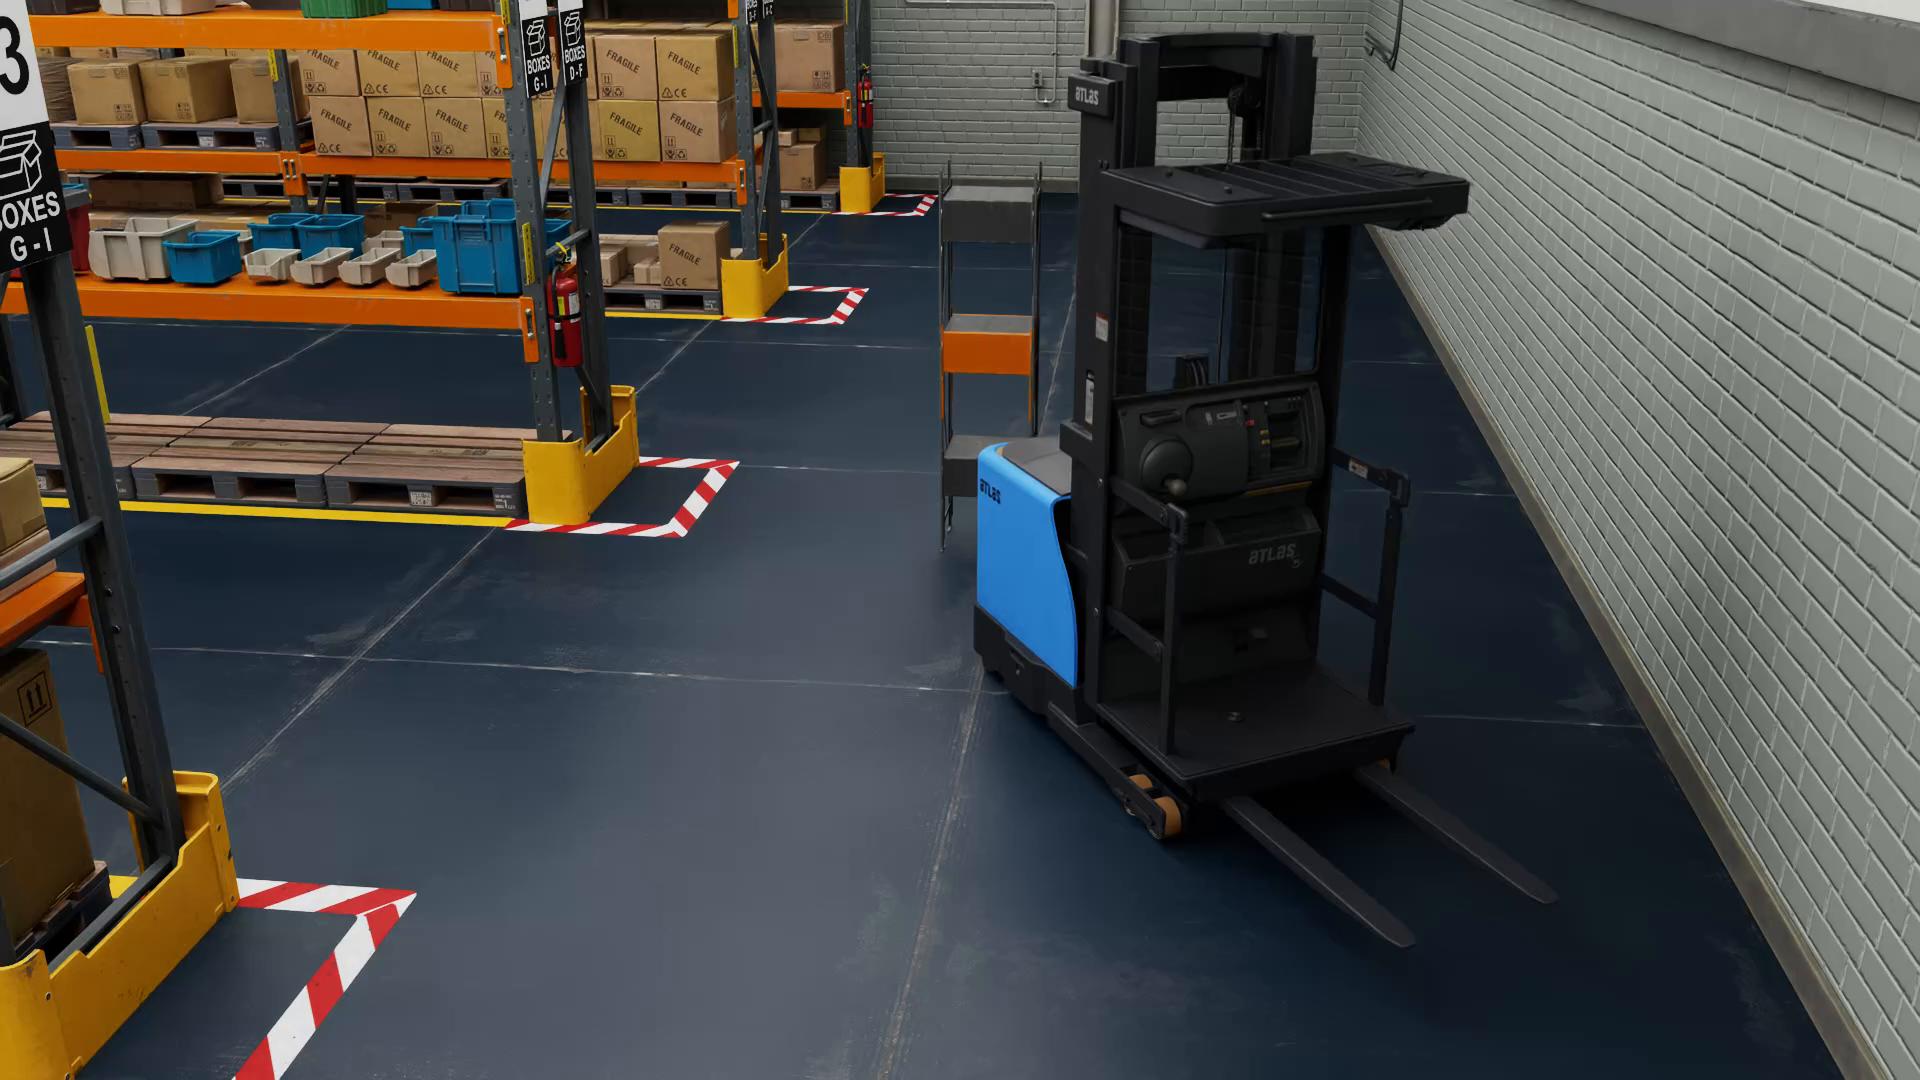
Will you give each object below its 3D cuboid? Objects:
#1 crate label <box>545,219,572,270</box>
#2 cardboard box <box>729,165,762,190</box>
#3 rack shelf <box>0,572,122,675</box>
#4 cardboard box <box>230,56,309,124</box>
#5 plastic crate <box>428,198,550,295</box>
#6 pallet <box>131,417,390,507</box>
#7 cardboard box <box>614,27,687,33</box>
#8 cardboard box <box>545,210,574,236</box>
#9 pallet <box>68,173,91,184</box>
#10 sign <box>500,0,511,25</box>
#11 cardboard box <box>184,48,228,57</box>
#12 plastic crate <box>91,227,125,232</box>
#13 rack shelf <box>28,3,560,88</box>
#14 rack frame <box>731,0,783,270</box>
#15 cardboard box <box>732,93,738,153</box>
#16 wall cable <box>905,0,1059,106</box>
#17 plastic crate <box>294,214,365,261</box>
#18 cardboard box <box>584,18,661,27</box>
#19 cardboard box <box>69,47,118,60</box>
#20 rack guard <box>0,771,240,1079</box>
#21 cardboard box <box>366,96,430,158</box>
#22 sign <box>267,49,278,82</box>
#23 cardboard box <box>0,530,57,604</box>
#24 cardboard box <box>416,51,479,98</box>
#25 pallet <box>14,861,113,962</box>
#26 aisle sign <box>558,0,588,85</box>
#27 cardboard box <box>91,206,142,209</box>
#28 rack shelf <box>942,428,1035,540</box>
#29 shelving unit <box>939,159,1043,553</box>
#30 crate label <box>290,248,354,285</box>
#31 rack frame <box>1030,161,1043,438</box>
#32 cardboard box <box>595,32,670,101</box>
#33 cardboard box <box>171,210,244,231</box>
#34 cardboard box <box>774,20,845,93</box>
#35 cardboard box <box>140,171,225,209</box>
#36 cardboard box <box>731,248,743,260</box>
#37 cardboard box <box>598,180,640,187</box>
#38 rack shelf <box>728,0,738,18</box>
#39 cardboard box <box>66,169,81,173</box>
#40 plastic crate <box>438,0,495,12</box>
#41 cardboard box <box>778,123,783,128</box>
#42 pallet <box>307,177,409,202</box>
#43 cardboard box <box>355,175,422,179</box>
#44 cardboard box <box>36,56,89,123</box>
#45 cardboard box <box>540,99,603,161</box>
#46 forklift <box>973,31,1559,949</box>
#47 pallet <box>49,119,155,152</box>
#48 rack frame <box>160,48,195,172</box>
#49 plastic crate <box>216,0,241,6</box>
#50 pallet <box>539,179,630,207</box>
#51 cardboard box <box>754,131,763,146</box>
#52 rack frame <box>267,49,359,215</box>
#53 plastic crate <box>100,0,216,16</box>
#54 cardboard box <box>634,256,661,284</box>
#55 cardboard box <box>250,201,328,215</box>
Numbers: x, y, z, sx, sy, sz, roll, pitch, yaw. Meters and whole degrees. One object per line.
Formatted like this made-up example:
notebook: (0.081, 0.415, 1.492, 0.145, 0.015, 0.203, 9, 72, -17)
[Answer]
crate label: (-2.519, -1.775, 9.995, 0.303, 0.233, 0.416, 2, 22, 6)
cardboard box: (-2.351, -4.359, 19.215, 0.500, 0.500, 0.700, 2, 22, 6)
rack shelf: (-4.882, 0.363, 5.421, 4.000, 0.370, 1.077, 2, 22, 6)
cardboard box: (-6.142, -4.019, 14.819, 0.500, 0.500, 0.700, -5, 22, -12)
plastic crate: (-2.667, -1.684, 9.491, 0.499, 0.435, 0.616, 2, 22, 6)
pallet: (-4.335, -0.501, 10.419, 1.213, 0.211, 1.003, 2, 22, 6)
cardboard box: (-2.656, -4.149, 14.358, 0.500, 0.500, 0.500, 3, 22, 7)
cardboard box: (-3.832, -2.639, 14.833, 0.637, 0.503, 0.797, 2, 22, 6)
pallet: (-11.075, -4.448, 20.404, 1.213, 0.211, 1.003, 2, 22, 6)
sign: (-2.361, -2.839, 8.602, 0.005, 0.325, 0.100, 2, 22, 6)
cardboard box: (-8.639, -5.737, 19.303, 0.500, 0.500, 0.500, 3, 22, 8)
plastic crate: (-5.142, -1.816, 10.247, 0.590, 0.125, 0.437, 2, 22, 6)
rack shelf: (-4.299, -2.841, 9.444, 4.000, 0.370, 1.077, 2, 22, 6)
rack frame: (-1.726, -3.502, 14.218, 0.127, 3.000, 1.000, 2, 22, 6)
cardboard box: (-2.136, -3.664, 14.492, 0.500, 0.500, 0.500, 3, 22, 7)
wall cable: (0.236, -6.073, 19.340, 1.851, 1.984, 0.084, 2, 22, 6)
plastic crate: (-3.827, -1.832, 10.139, 0.300, 0.233, 0.416, 2, 22, 6)
cardboard box: (-3.858, -5.560, 19.017, 0.700, 0.700, 0.980, 2, 22, 5)
cardboard box: (-10.117, -5.939, 19.648, 0.500, 0.500, 0.700, 0, 22, 1)
rack guard: (-2.872, 1.278, 5.527, 0.348, 0.500, 1.175, 2, 22, 6)
cardboard box: (-4.715, -3.579, 14.277, 0.500, 0.500, 0.500, 3, 22, 7)
sign: (-5.760, -4.011, 13.930, 0.005, 0.325, 0.100, 2, 22, 6)
cardboard box: (-3.209, 0.096, 5.460, 0.250, 0.149, 0.380, 3, 22, 7)
cardboard box: (-4.241, -4.019, 14.030, 0.500, 0.500, 0.500, 2, 22, 5)
pallet: (-3.699, 1.405, 5.598, 1.213, 0.211, 1.003, 2, 22, 6)
aisle sign: (-2.206, -3.008, 9.433, 0.004, 0.787, 0.394, 2, 22, 6)
cardboard box: (-7.678, -2.893, 15.478, 0.500, 0.500, 0.500, 2, 22, 4)
rack shelf: (0.164, -0.306, 9.298, 0.480, 0.518, 0.431, 2, 22, 6)
shelving unit: (0.164, -0.969, 9.036, 0.503, 2.100, 0.431, 2, 22, 6)
crate label: (-3.709, -1.589, 9.657, 0.243, 0.136, 0.396, 2, 22, 6)
rack frame: (0.407, -0.959, 9.009, 0.015, 2.100, 0.400, 2, 22, 6)
cardboard box: (-2.702, -3.954, 13.865, 0.500, 0.500, 0.500, 3, 22, 8)
cardboard box: (-6.712, -2.659, 14.886, 0.500, 0.500, 0.500, 3, 22, 6)
cardboard box: (-1.655, -5.469, 18.785, 0.700, 0.700, 0.980, 3, 22, 9)
cardboard box: (-7.143, -3.219, 15.284, 0.500, 0.250, 0.500, 3, 22, 6)
cardboard box: (-2.102, -2.525, 15.025, 0.250, 0.149, 0.380, 2, 22, 6)
cardboard box: (-3.890, -4.424, 19.379, 0.500, 0.500, 0.700, 2, 22, 6)
rack shelf: (-3.712, -4.649, 14.018, 4.000, 0.370, 1.077, 2, 22, 6)
cardboard box: (-10.807, -4.787, 20.270, 0.500, 0.500, 0.700, 2, 22, 6)
plastic crate: (-2.662, -3.146, 9.416, 0.590, 0.269, 0.497, 2, 22, 6)
cardboard box: (-2.209, -4.728, 19.266, 0.250, 0.149, 0.380, 3, 22, 6)
pallet: (-7.109, -4.245, 19.890, 1.213, 0.211, 1.003, 2, 22, 6)
cardboard box: (-6.663, -4.698, 19.595, 0.750, 0.750, 0.750, 3, 22, 8)
cardboard box: (-8.146, -3.995, 14.757, 0.500, 0.500, 0.700, 7, 23, 16)
cardboard box: (-3.213, -3.513, 14.111, 0.500, 0.500, 0.500, 3, 22, 7)
forklift: (1.132, -0.376, 6.404, 1.130, 2.935, 3.031, -9, 23, -23)
pallet: (-7.739, -3.677, 14.921, 1.213, 0.211, 1.003, 2, 22, 6)
rack frame: (-9.091, -5.657, 19.669, 0.127, 3.000, 1.000, 2, 22, 6)
plastic crate: (-4.477, -3.242, 9.642, 0.530, 0.282, 0.437, 2, 22, 6)
pallet: (-4.373, -4.126, 19.588, 1.213, 0.211, 1.003, 2, 22, 6)
cardboard box: (-2.257, -4.589, 18.914, 0.250, 0.149, 0.380, 3, 22, 8)
rack frame: (-5.698, -3.675, 14.656, 0.127, 3.000, 1.000, 2, 22, 6)
plastic crate: (-4.394, -2.965, 9.138, 0.530, 0.136, 0.437, 2, 22, 6)
cardboard box: (-2.687, -2.373, 14.618, 0.250, 0.166, 0.380, 2, 22, 6)
cardboard box: (-6.150, -2.827, 15.313, 0.500, 0.500, 0.500, 2, 22, 4)
